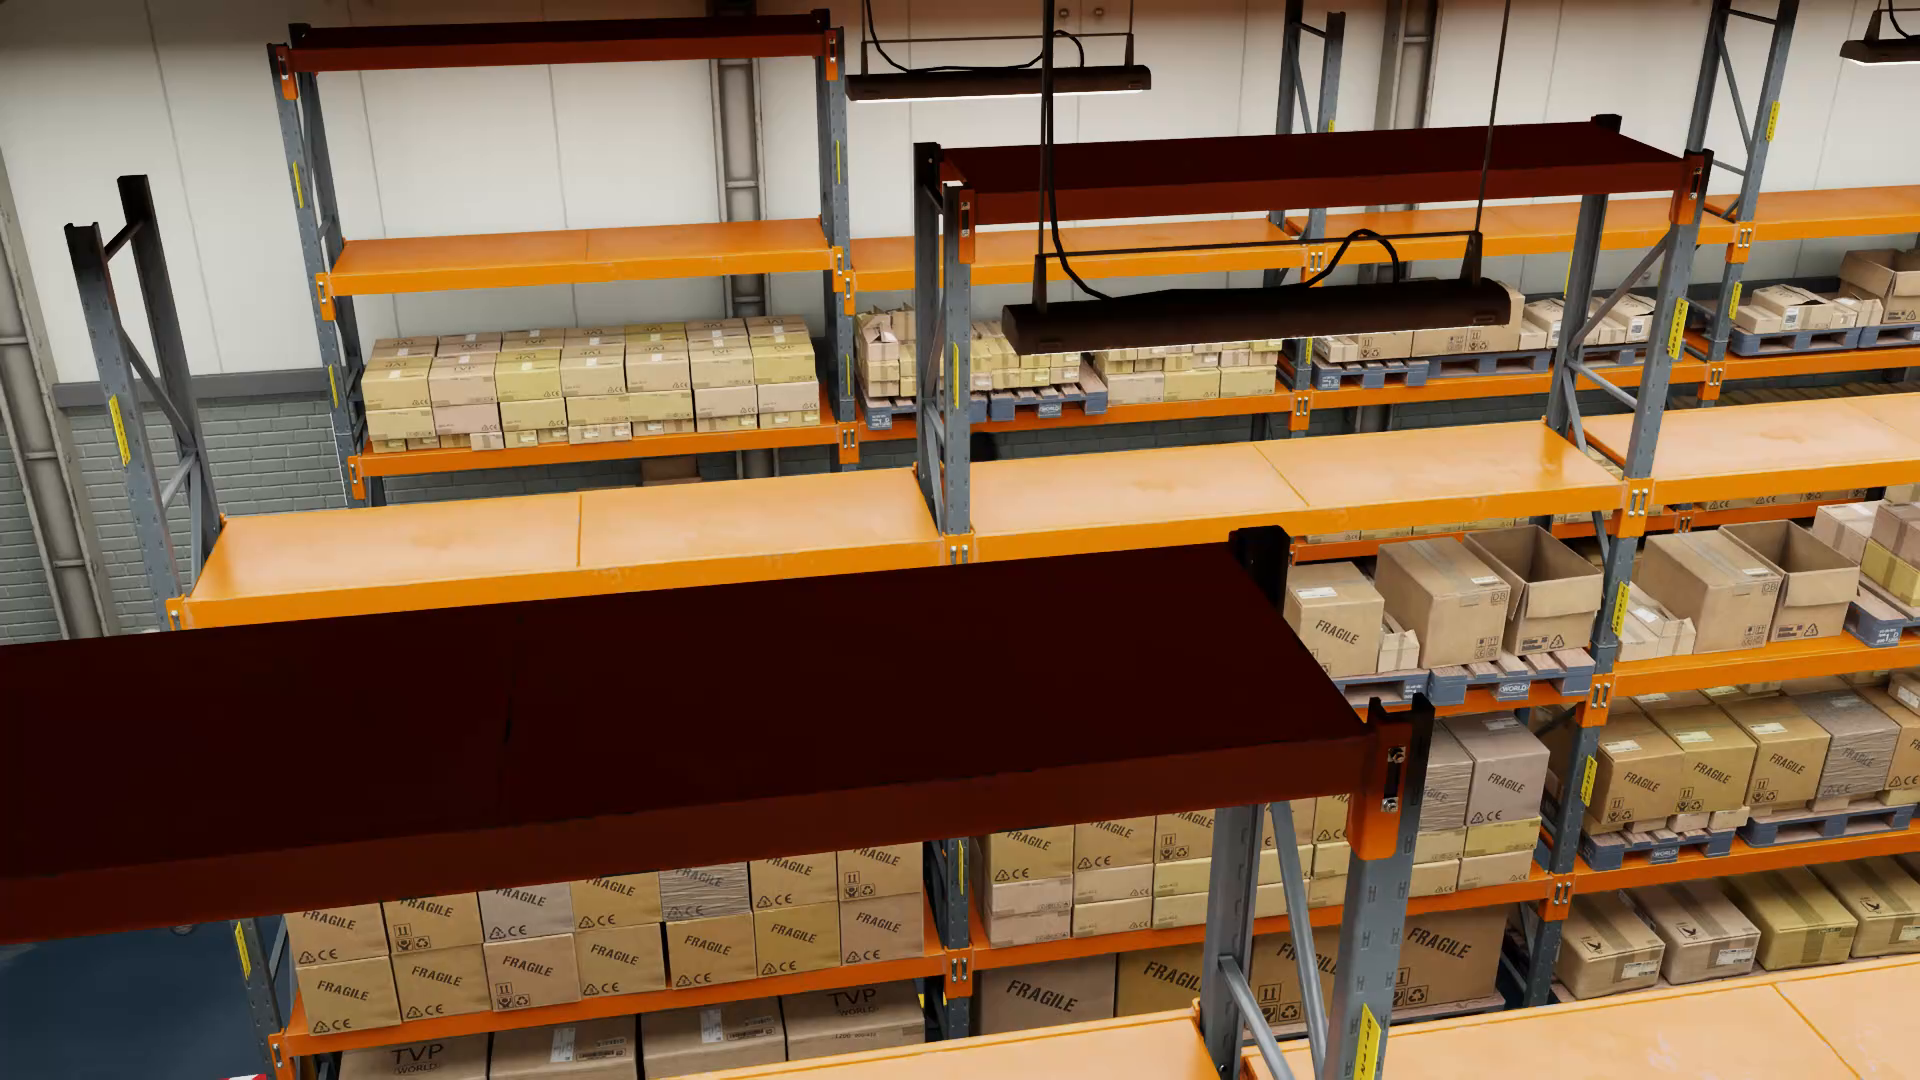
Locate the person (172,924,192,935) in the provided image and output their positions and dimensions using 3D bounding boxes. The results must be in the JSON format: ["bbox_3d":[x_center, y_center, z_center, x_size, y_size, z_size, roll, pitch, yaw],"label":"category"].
[{"bbox_3d":[-5.949,1.962,12.227,0.677,1.753,0.953,-12,28,-22],"label":"person"}]
